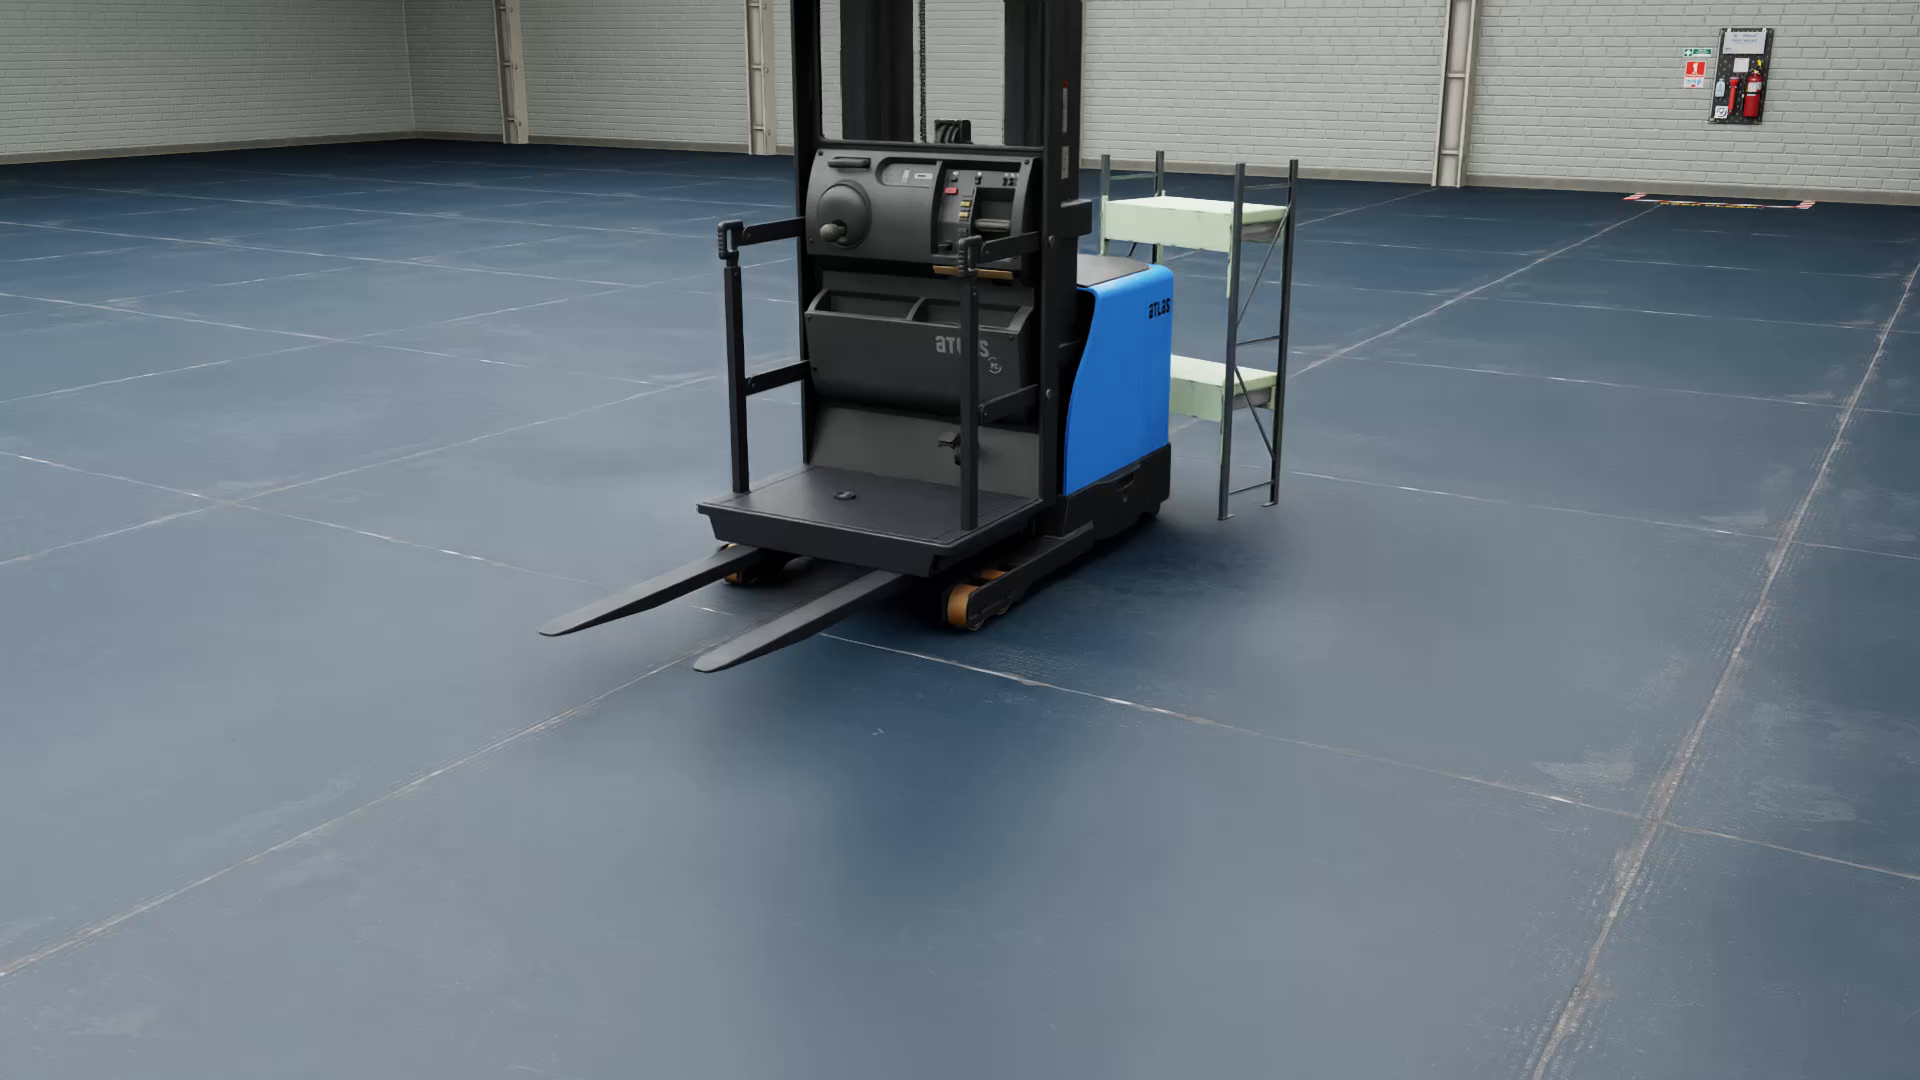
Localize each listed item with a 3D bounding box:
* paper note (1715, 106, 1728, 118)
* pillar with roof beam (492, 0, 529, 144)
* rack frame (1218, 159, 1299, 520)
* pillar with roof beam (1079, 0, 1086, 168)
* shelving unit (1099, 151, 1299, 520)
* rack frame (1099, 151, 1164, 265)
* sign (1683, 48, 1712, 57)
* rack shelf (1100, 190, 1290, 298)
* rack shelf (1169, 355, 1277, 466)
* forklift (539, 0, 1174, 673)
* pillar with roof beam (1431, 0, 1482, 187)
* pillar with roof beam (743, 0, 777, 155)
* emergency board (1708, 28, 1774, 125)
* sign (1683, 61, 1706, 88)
[{"bbox_3d":[9.693,-5.448,21.170,0.142,0.148,0.016,10,20,30],"label":"paper note"},{"bbox_3d":[-10.810,-10.895,27.264,0.400,9.000,9.100,10,20,30],"label":"pillar with roof beam"},{"bbox_3d":[1.268,-0.844,7.076,0.400,1.500,0.023,-15,22,-41],"label":"rack frame"},{"bbox_3d":[-0.585,-9.069,21.255,0.400,9.000,9.100,10,20,30],"label":"pillar with roof beam"},{"bbox_3d":[1.018,-0.921,7.332,0.431,1.500,0.755,-15,22,-41],"label":"shelving unit"},{"bbox_3d":[0.767,-0.999,7.587,0.400,1.500,0.023,-15,22,-41],"label":"rack frame"},{"bbox_3d":[9.390,-6.202,21.166,0.331,0.109,0.001,10,20,30],"label":"sign"},{"bbox_3d":[1.018,-1.295,7.219,0.431,0.370,0.720,-15,22,-41],"label":"rack shelf"},{"bbox_3d":[1.017,-0.609,7.426,0.431,0.370,0.720,-15,22,-41],"label":"rack shelf"},{"bbox_3d":[-0.262,-1.234,5.901,1.130,2.935,3.031,10,19,29],"label":"forklift"},{"bbox_3d":[4.528,-8.157,18.251,0.400,9.000,9.100,10,20,30],"label":"pillar with roof beam"},{"bbox_3d":[-5.698,-9.982,24.260,0.400,9.000,9.100,10,20,30],"label":"pillar with roof beam"},{"bbox_3d":[9.808,-5.825,20.897,0.643,1.169,0.194,10,20,30],"label":"emergency board"},{"bbox_3d":[9.391,-5.952,21.253,0.234,0.329,0.001,10,20,30],"label":"sign"}]
